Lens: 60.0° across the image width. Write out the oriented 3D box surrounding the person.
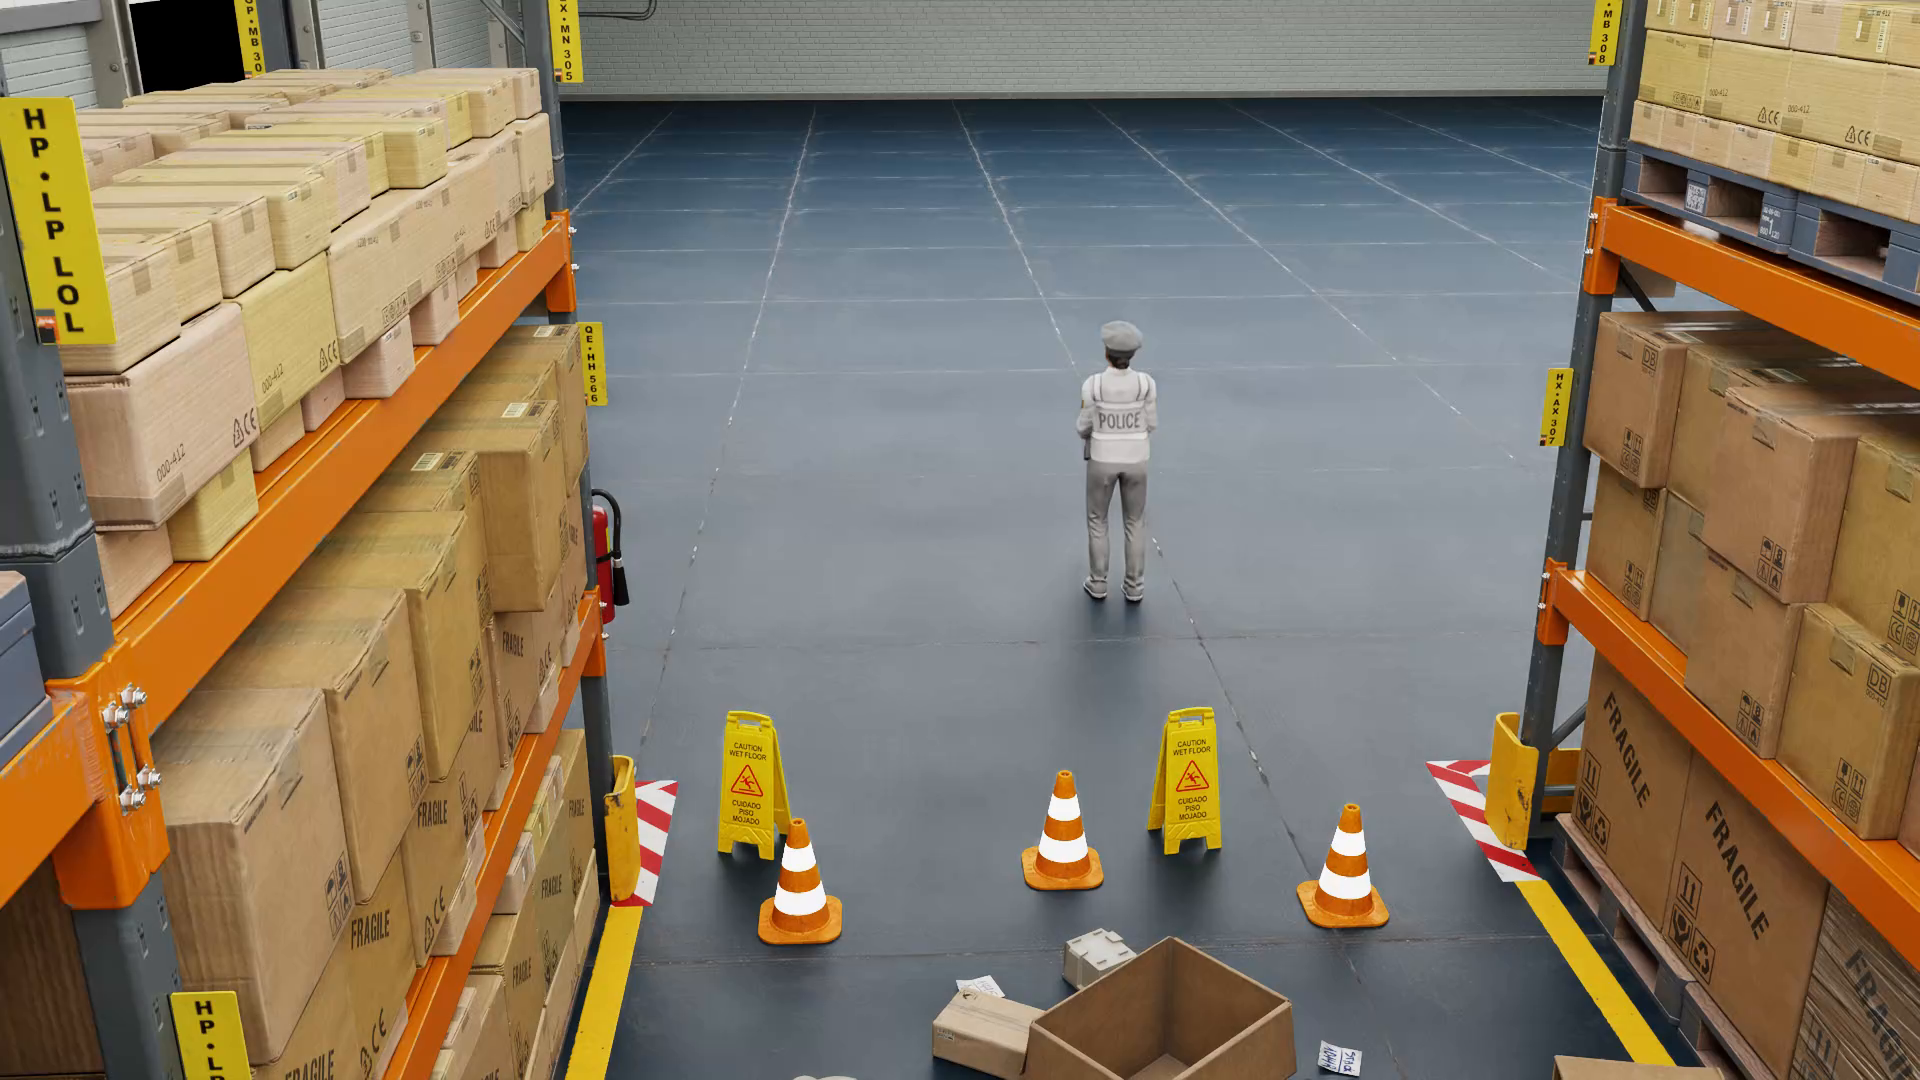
[{"bbox_3d":[0.912,-0.476,9.804,0.474,1.691,0.540,-1,21,-3],"label":"person"}]
